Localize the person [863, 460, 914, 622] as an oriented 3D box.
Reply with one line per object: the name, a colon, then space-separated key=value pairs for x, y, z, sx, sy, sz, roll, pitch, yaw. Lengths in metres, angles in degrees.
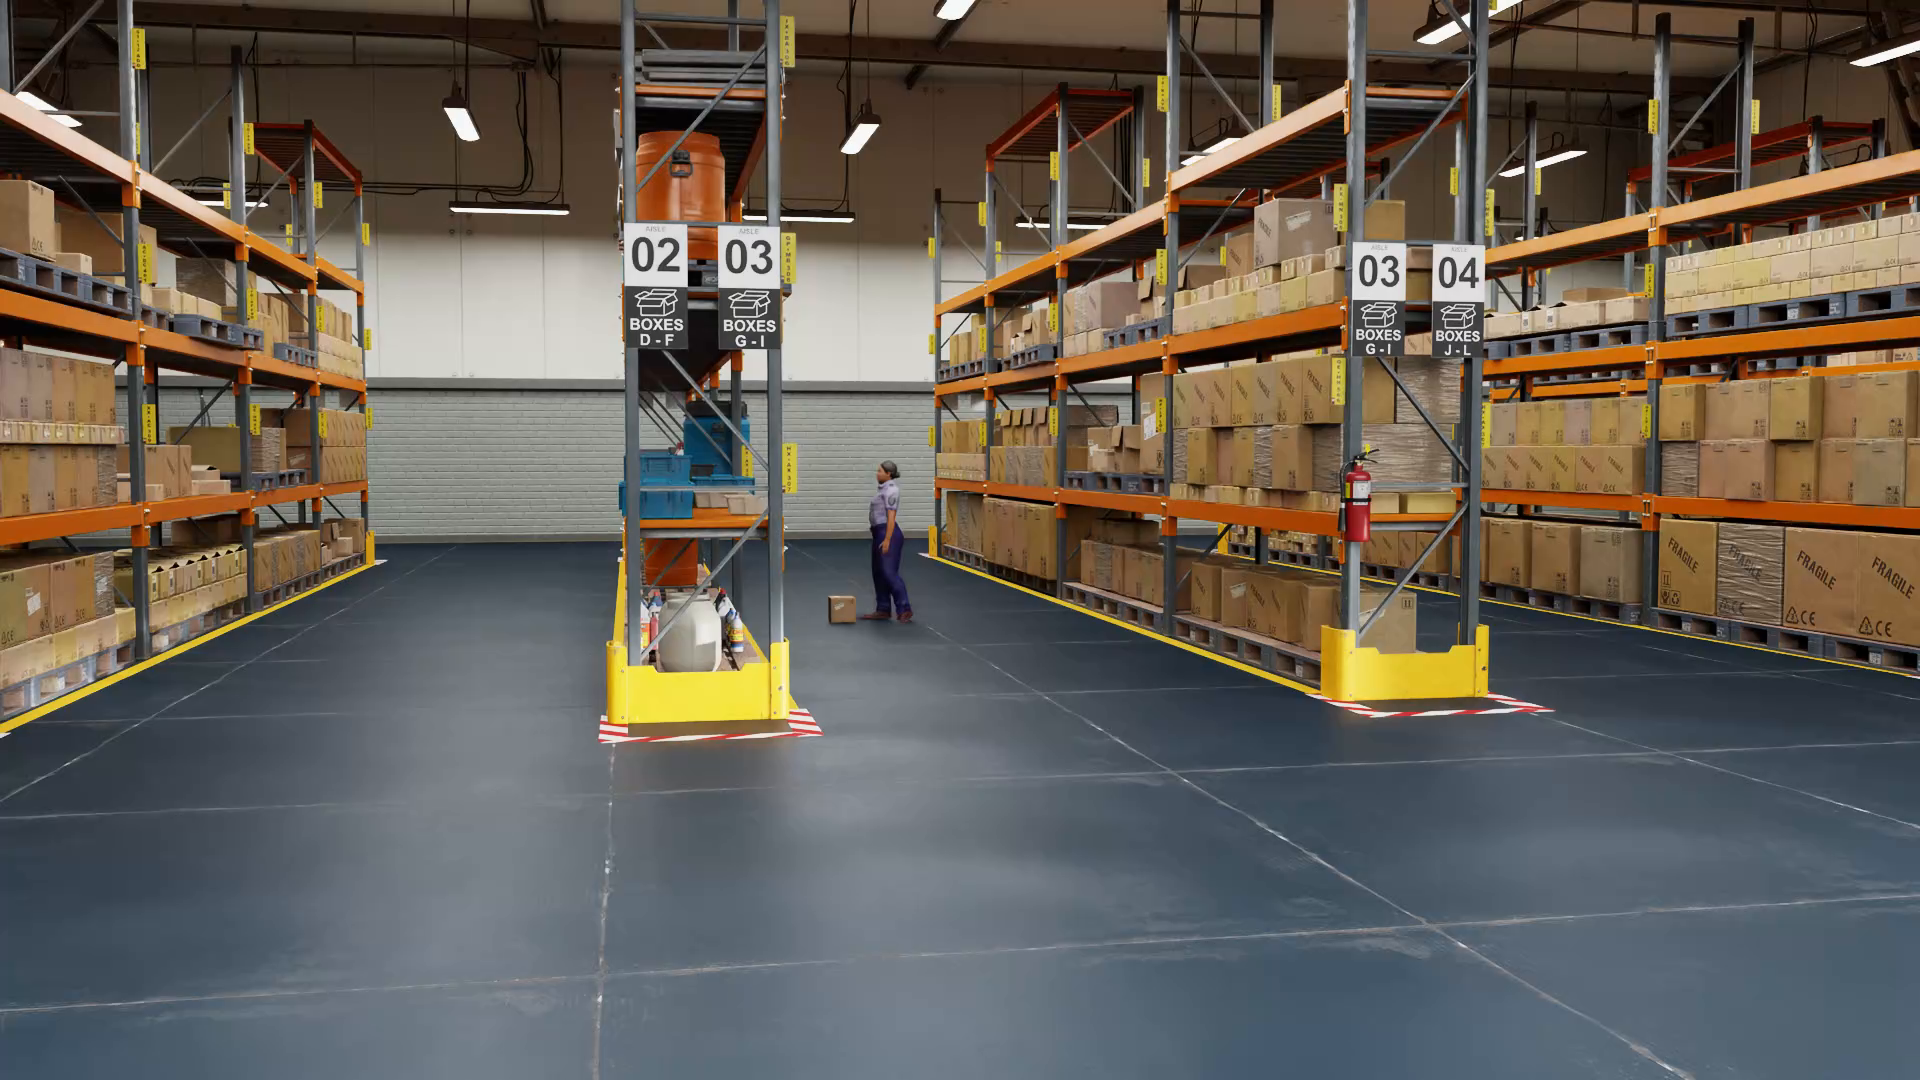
person: x=-0.739 y=0.058 z=17.116 sx=0.492 sy=1.752 sz=0.501 roll=-1 pitch=3 yaw=-10
